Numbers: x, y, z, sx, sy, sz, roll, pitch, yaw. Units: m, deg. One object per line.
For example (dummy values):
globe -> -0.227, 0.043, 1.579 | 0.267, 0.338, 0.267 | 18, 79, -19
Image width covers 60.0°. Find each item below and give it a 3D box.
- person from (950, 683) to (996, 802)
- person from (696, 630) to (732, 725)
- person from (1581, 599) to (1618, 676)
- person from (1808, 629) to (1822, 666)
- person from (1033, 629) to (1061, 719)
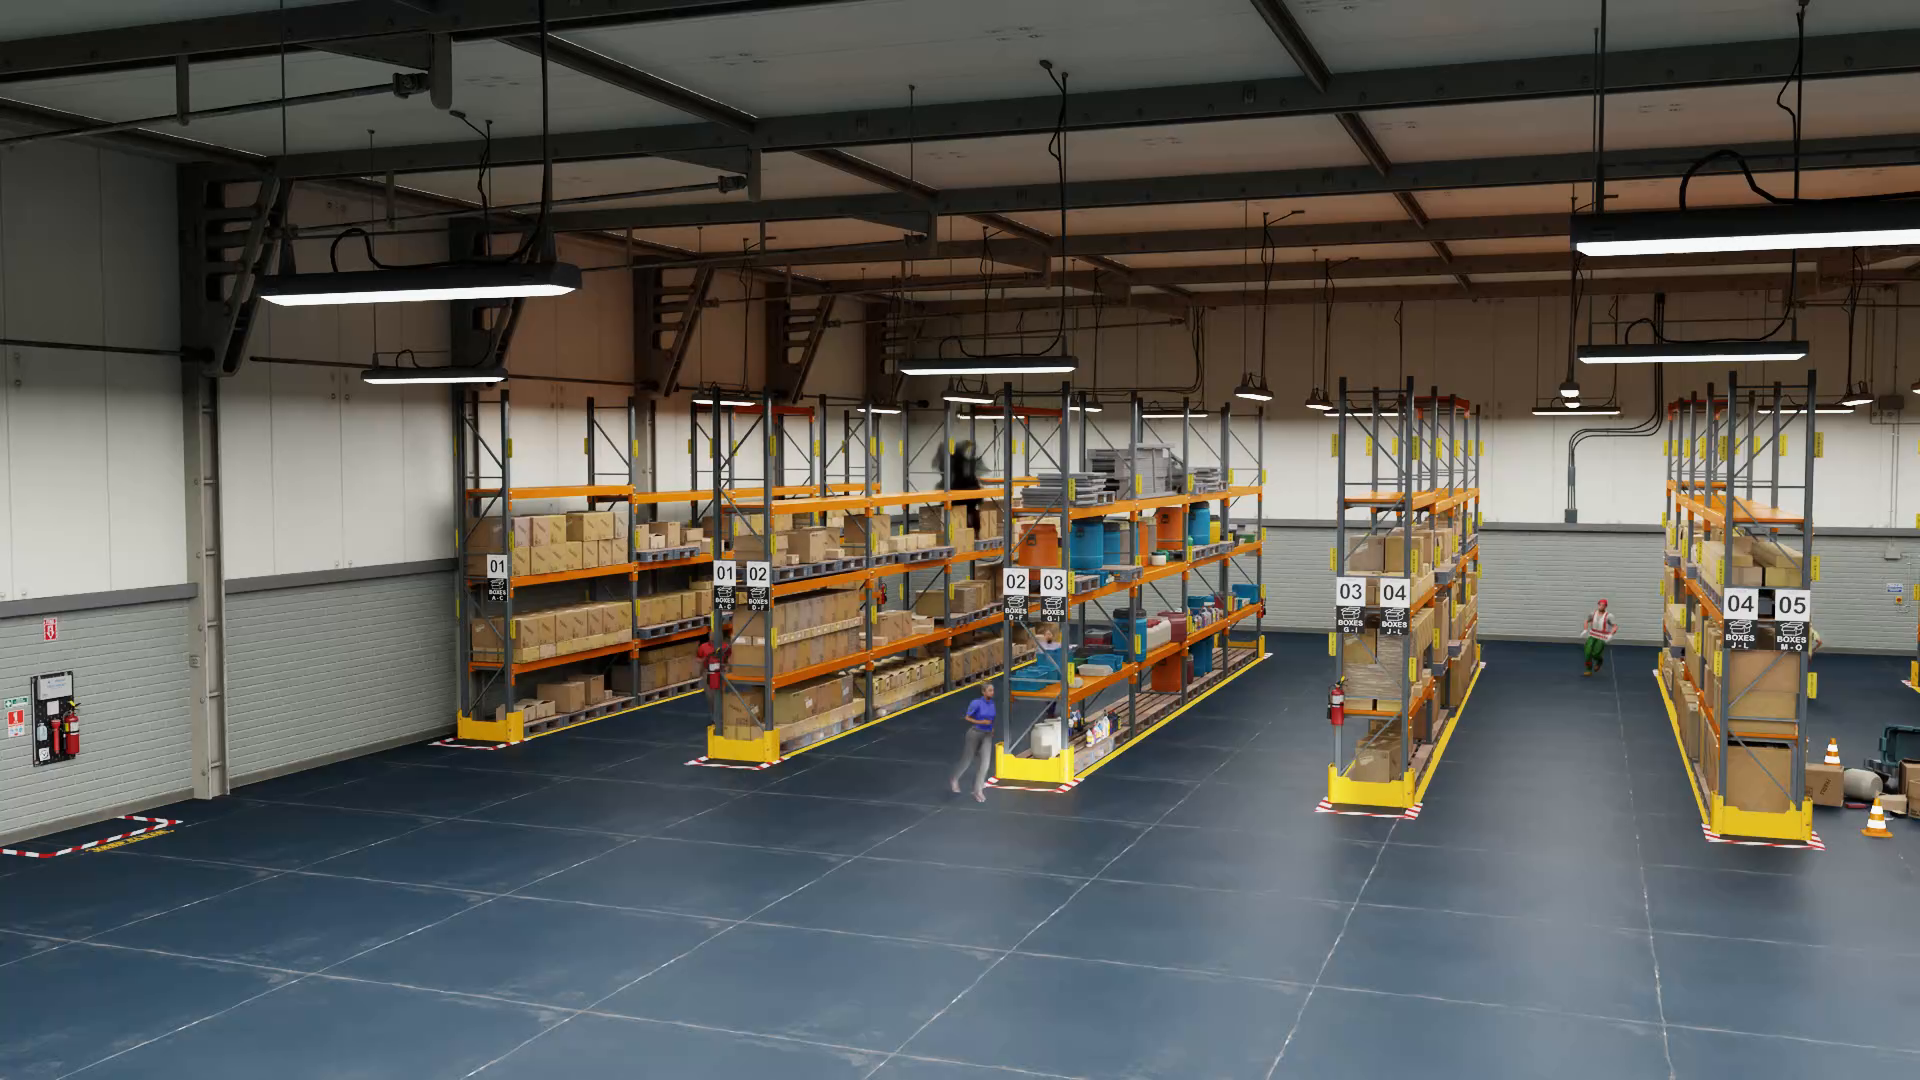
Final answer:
person -> 0.295, 2.870, 23.932 | 0.617, 1.646, 0.874 | -2, 4, -30
person -> -4.441, 2.499, 29.982 | 0.640, 1.795, 0.754 | 0, 3, 6
person -> 13.984, 2.141, 36.409 | 0.710, 1.719, 0.560 | 3, 4, 44
person -> 17.022, 2.336, 33.539 | 0.588, 1.634, 0.793 | 1, 3, 11
person -> 1.663, 2.468, 30.848 | 0.610, 1.641, 0.926 | 1, 3, 18
